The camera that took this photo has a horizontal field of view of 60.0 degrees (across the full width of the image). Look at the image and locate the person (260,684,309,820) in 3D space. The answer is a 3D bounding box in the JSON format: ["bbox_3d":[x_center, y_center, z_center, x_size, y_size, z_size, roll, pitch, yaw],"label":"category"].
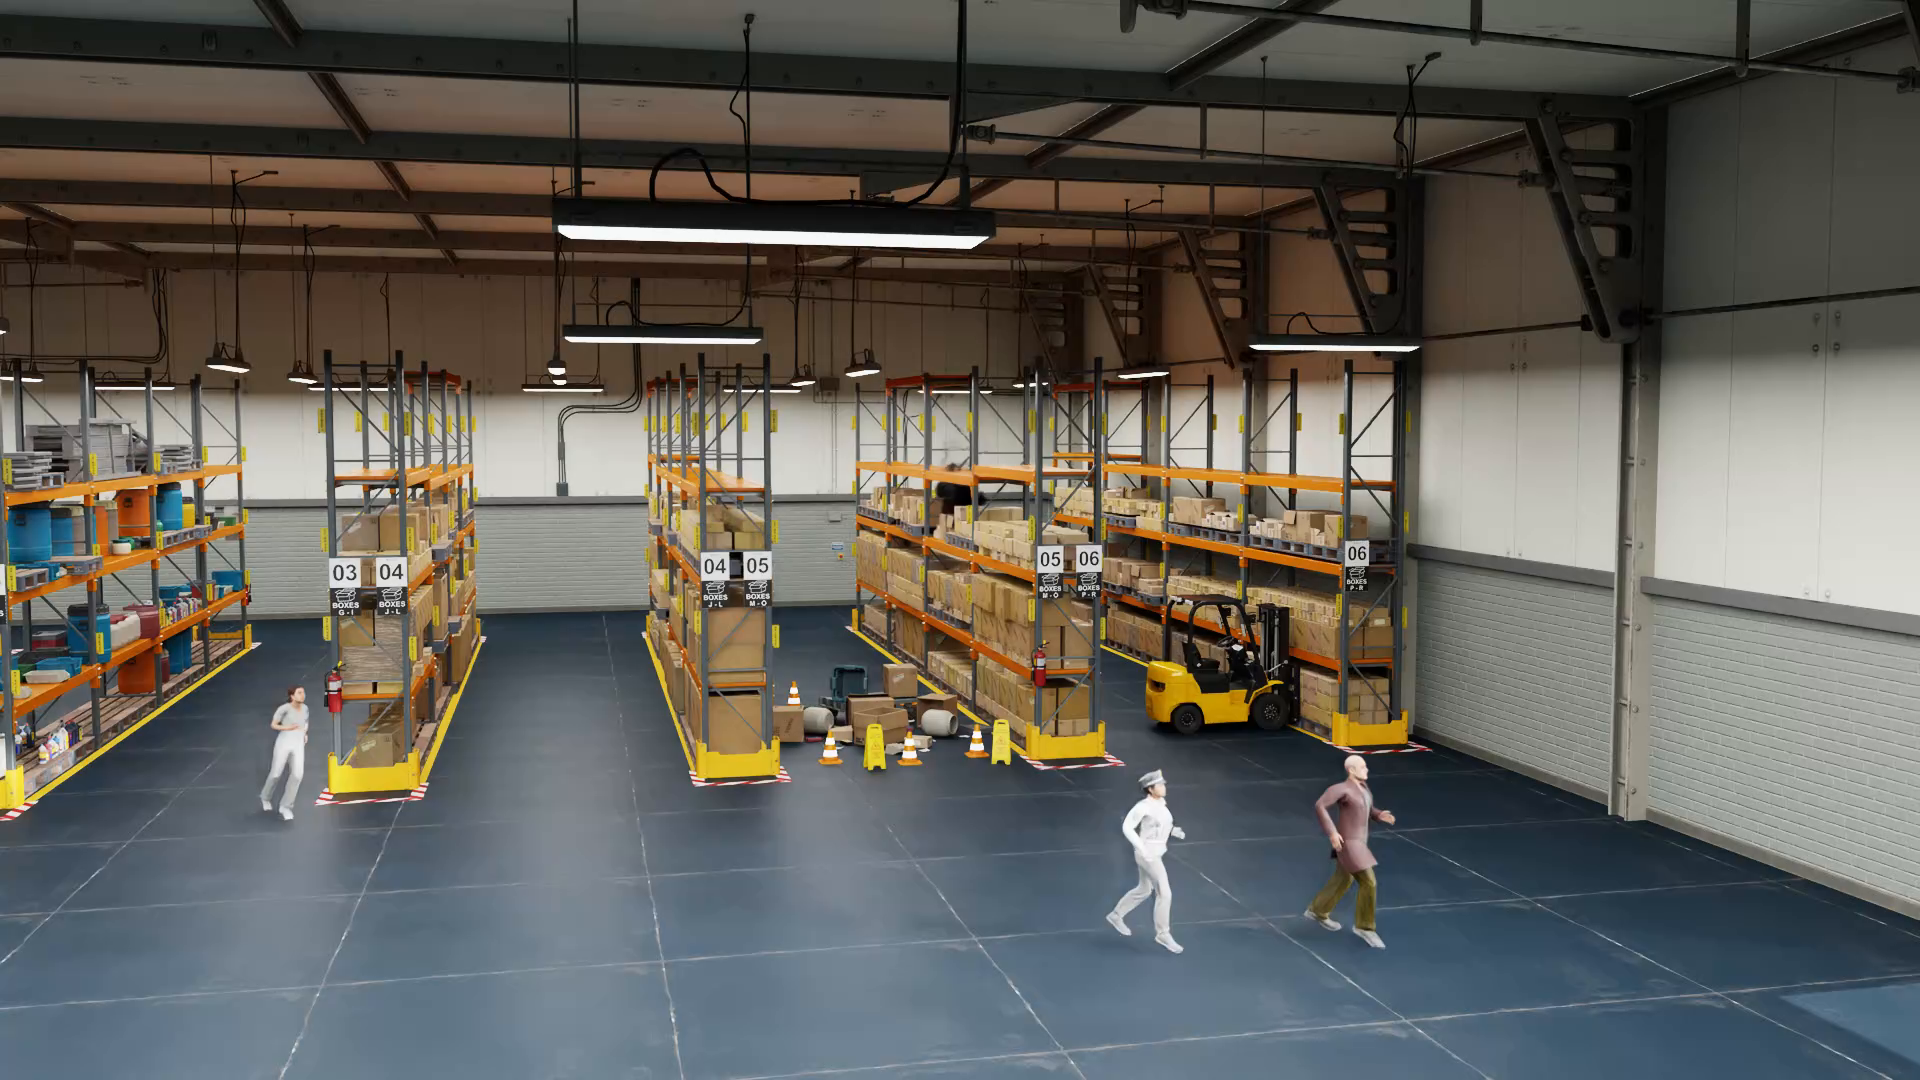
[{"bbox_3d":[-8.598,2.688,21.394,0.589,1.675,0.815,-4,6,-44],"label":"person"}]

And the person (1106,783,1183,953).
[{"bbox_3d":[1.784,3.070,15.971,0.796,1.678,0.609,2,4,23],"label":"person"}]

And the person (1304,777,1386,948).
[{"bbox_3d":[3.765,3.098,16.177,0.846,1.638,0.688,2,4,27],"label":"person"}]
